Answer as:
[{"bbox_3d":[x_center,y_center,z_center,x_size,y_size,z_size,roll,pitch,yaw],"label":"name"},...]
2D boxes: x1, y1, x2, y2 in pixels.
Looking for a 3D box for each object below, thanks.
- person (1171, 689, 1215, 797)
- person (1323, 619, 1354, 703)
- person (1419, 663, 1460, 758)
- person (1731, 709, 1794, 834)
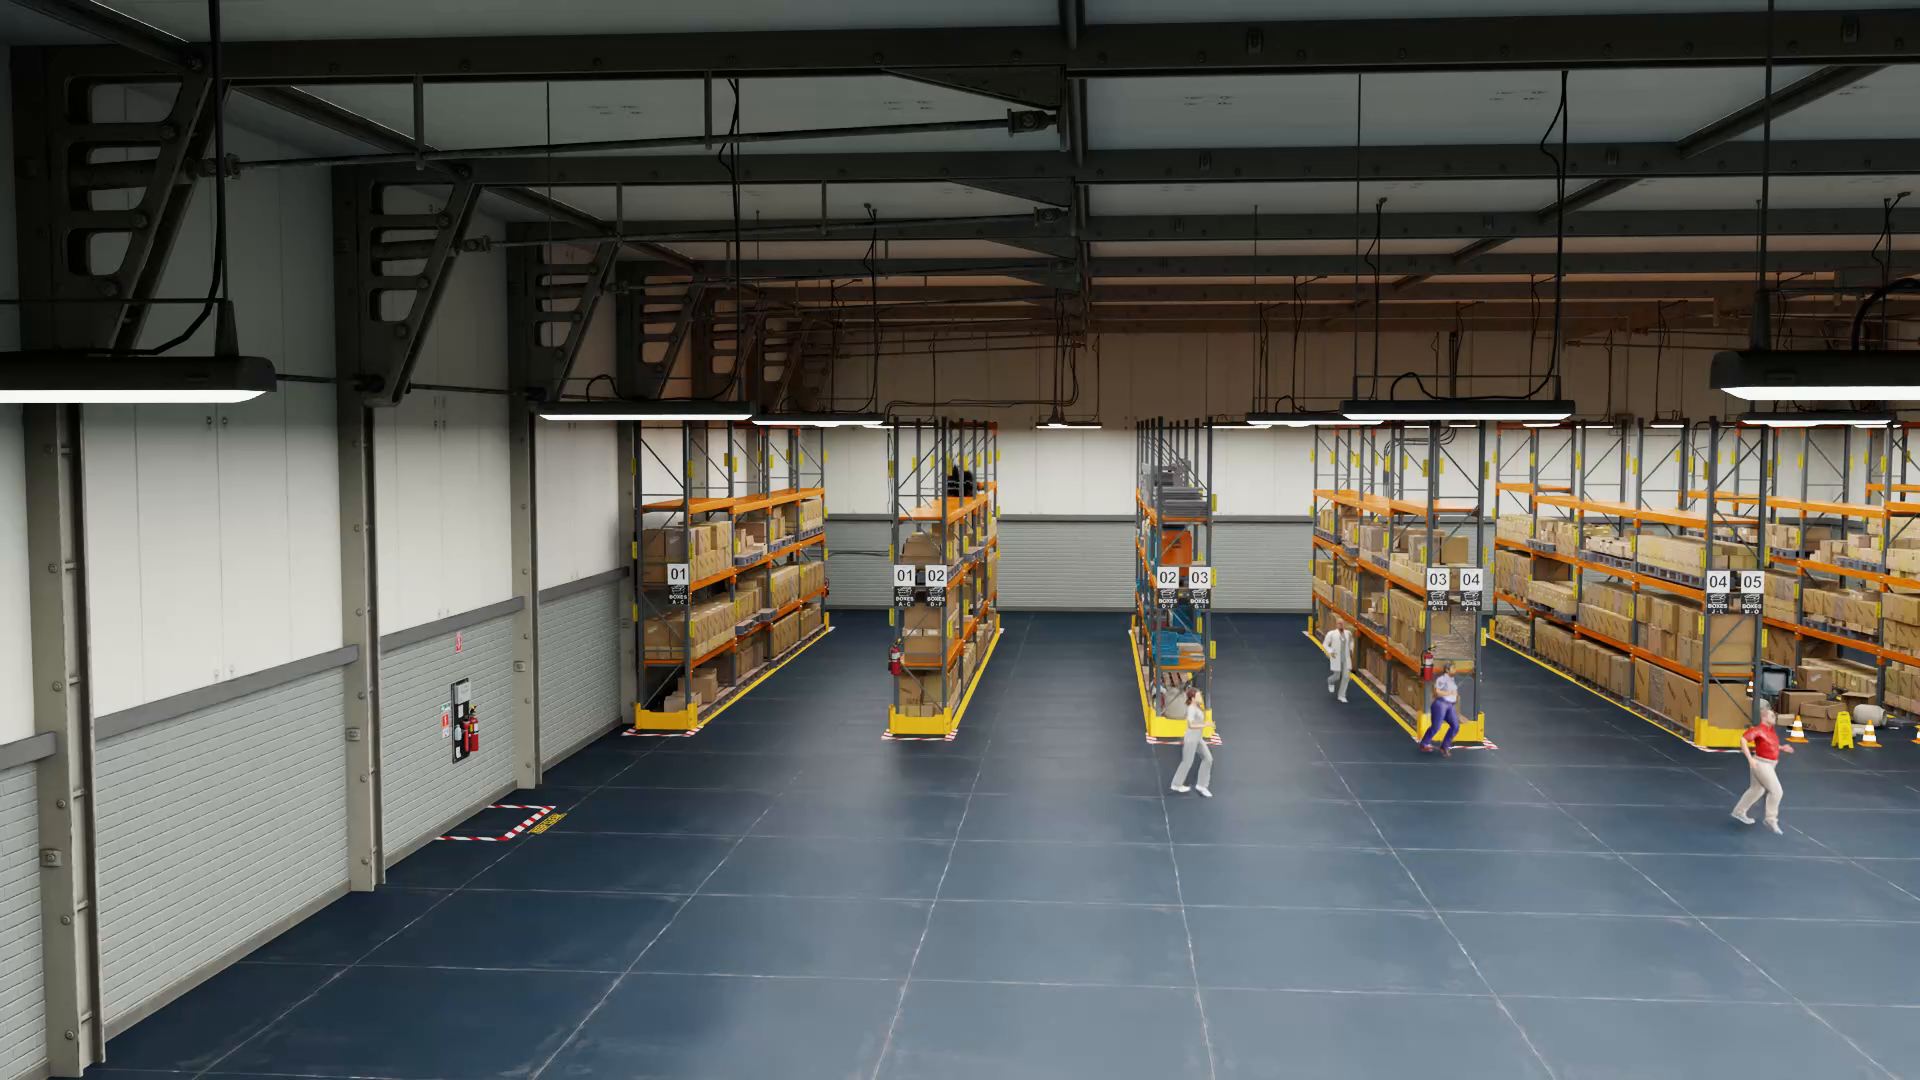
[{"bbox_3d":[3.668,3.182,26.125,0.703,1.715,0.559,2,4,24],"label":"person"},{"bbox_3d":[8.095,2.544,35.443,0.719,1.754,0.844,0,4,-7],"label":"person"},{"bbox_3d":[8.583,3.013,29.469,0.634,1.661,0.690,-3,5,-38],"label":"person"},{"bbox_3d":[11.556,3.315,23.952,0.802,1.799,0.643,2,4,33],"label":"person"}]
